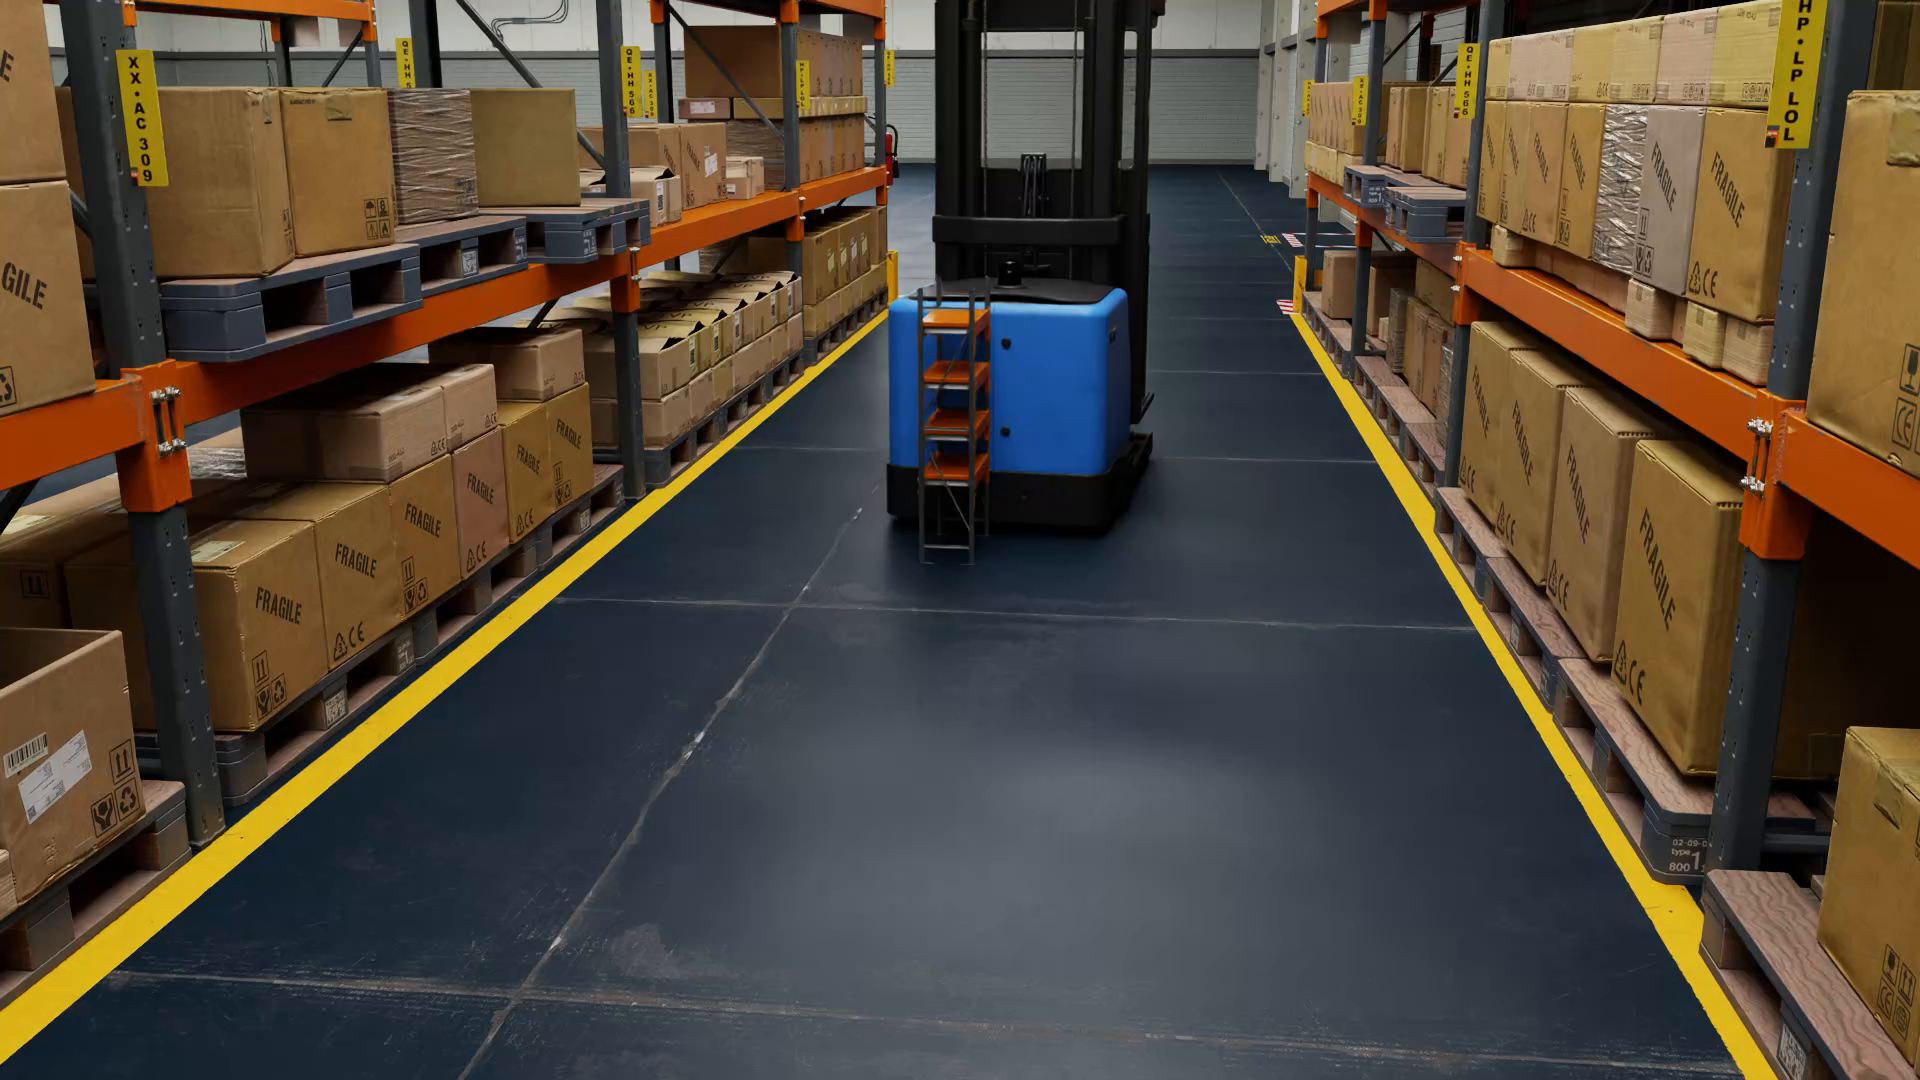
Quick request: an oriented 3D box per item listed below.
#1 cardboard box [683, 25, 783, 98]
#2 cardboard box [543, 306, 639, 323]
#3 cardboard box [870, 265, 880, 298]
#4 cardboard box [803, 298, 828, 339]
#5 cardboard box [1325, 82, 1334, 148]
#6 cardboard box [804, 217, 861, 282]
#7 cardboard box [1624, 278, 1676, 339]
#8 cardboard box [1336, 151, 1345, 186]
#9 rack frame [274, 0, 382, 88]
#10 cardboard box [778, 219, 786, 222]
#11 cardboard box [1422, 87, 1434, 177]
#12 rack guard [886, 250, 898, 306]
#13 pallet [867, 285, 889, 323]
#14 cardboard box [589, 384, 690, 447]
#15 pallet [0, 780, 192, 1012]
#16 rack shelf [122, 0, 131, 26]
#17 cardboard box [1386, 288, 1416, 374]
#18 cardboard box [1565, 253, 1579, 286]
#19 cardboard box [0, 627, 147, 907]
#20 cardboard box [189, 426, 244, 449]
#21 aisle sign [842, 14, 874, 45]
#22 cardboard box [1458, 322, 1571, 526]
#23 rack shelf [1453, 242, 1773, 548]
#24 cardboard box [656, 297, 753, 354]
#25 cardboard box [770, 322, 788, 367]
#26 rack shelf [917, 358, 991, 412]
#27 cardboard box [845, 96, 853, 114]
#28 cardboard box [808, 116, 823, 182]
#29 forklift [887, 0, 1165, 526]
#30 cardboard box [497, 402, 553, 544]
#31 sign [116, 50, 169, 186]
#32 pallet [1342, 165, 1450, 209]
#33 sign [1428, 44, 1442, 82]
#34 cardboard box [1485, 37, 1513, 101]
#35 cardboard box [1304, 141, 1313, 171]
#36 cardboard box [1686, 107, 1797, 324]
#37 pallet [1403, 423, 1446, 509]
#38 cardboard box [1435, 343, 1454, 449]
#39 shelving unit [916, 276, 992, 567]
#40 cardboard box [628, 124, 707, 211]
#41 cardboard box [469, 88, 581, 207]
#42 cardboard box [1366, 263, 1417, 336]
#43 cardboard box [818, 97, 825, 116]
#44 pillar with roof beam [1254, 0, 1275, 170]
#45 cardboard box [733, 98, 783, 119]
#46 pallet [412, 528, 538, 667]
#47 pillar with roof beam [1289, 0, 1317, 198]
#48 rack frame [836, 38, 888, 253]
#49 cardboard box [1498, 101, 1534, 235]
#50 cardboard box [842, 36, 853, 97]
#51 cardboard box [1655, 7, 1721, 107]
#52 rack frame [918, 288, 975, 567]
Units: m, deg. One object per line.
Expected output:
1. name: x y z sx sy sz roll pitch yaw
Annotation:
1. cardboard box: -1.608 -3.497 12.173 0.700 0.500 0.500 2 15 7
2. cardboard box: -2.177 -1.225 9.835 0.500 0.311 0.500 2 15 6
3. cardboard box: -1.012 -2.343 15.042 0.500 0.250 0.500 2 15 6
4. cardboard box: -1.298 -1.694 12.645 0.500 0.250 0.500 2 15 6
5. cardboard box: 3.193 -3.388 13.259 0.500 0.500 0.500 2 15 8
6. cardboard box: -1.122 -2.445 13.985 0.500 0.500 0.500 2 15 6
7. cardboard box: 2.175 -0.674 4.853 0.380 0.149 0.250 2 15 6
8. cardboard box: 3.087 -2.761 12.374 0.500 0.250 0.500 2 15 7
9. rack frame: -6.122 -3.892 16.309 1.000 3.000 0.127 2 15 6
10. cardboard box: -1.654 -2.461 14.043 0.500 0.500 0.500 2 15 6
11. cardboard box: 3.066 -2.376 9.668 0.700 0.500 0.500 4 16 14
12. rack guard: -1.198 -2.545 16.115 1.175 0.500 0.348 2 15 6
13. pallet: -1.245 -2.199 15.391 1.003 0.211 1.213 2 15 6
14. cardboard box: -1.752 -0.673 8.867 0.500 0.250 0.500 2 15 6
15. pallet: -2.633 0.892 3.961 1.003 0.211 1.213 2 15 6
16. rack shelf: -6.799 -3.436 10.256 1.077 0.370 4.000 2 15 6
17. cardboard box: 3.204 -1.377 10.954 0.700 0.500 0.500 2 15 8
18. cardboard box: 2.434 -1.001 6.059 0.380 0.149 0.250 2 15 7
19. cardboard box: -2.337 0.518 3.947 0.500 0.500 0.500 2 15 6
20. cardboard box: -2.608 -0.165 6.471 0.500 0.500 0.500 1 15 4
21. aisle sign: -0.901 -5.008 15.457 0.394 0.787 0.004 2 15 6
22. cardboard box: 2.606 -0.503 7.091 0.750 0.750 0.750 1 15 6
23. rack shelf: 2.593 -0.659 5.732 1.077 0.370 4.000 2 15 6
24. cardboard box: -1.584 -1.346 10.280 0.500 0.311 0.500 2 15 6
25. cardboard box: -1.470 -1.336 11.319 0.500 0.250 0.500 1 15 5
26. rack shelf: -0.021 -0.684 7.293 0.258 0.148 0.480 2 15 8
27. cardboard box: -1.142 -3.802 14.543 0.380 0.149 0.250 2 15 7
28. cardboard box: -1.495 -3.138 13.330 0.700 0.500 0.500 2 15 7
29. forklift: 0.466 -1.817 8.765 1.130 2.935 3.031 3 15 12
30. cardboard box: -2.034 -0.292 6.942 0.500 0.500 0.500 1 15 4
31. sign: -2.015 -1.037 4.091 0.100 0.325 0.005 2 15 6
32. pallet: 3.040 -2.276 10.701 1.003 0.211 1.213 2 15 6
33. sign: 4.271 -4.290 14.957 0.100 0.325 0.005 2 15 6
34. cardboard box: 2.508 -1.971 6.969 0.500 0.250 0.500 2 15 8
35. cardboard box: 3.351 -3.420 14.813 0.500 0.250 0.500 1 15 5
36. cardboard box: 2.169 -0.816 4.135 0.500 0.500 0.500 1 15 5
37. pallet: 2.909 -0.382 8.670 1.003 0.211 1.213 2 15 6
38. cardboard box: 2.848 -0.719 8.521 0.700 0.500 0.500 2 15 7
39. shelving unit: -0.021 -0.533 7.334 0.258 1.200 0.503 2 15 8
40. cardboard box: -1.871 -2.291 10.195 0.500 0.500 0.500 2 15 6
41. cardboard box: -2.062 -1.755 7.408 0.700 0.500 0.500 -3 16 -13
42. cardboard box: 3.348 -1.839 12.662 0.500 0.500 0.500 1 15 2
43. cardboard box: -1.288 -3.467 13.304 0.380 0.149 0.250 1 15 5
44. pillar with roof beam: 3.610 -14.197 42.925 9.100 9.000 0.400 2 15 6
45. cardboard box: -1.429 -3.133 12.068 0.380 0.149 0.250 2 15 6
46. pallet: -2.365 0.184 6.577 1.003 0.211 1.213 2 15 6
47. pillar with roof beam: 2.256 -11.084 31.415 9.100 9.000 0.400 2 15 6
48. rack frame: -1.201 -3.745 15.766 1.000 3.000 0.127 2 15 6
49. cardboard box: 2.442 -1.473 6.562 0.500 0.500 0.500 2 15 8
50. cardboard box: -1.326 -4.149 14.581 0.700 0.500 0.500 1 15 5
51. cardboard box: 2.233 -1.312 4.532 0.500 0.250 0.500 2 15 7
52. rack frame: -0.058 -0.470 7.101 0.240 1.200 0.015 2 15 8
